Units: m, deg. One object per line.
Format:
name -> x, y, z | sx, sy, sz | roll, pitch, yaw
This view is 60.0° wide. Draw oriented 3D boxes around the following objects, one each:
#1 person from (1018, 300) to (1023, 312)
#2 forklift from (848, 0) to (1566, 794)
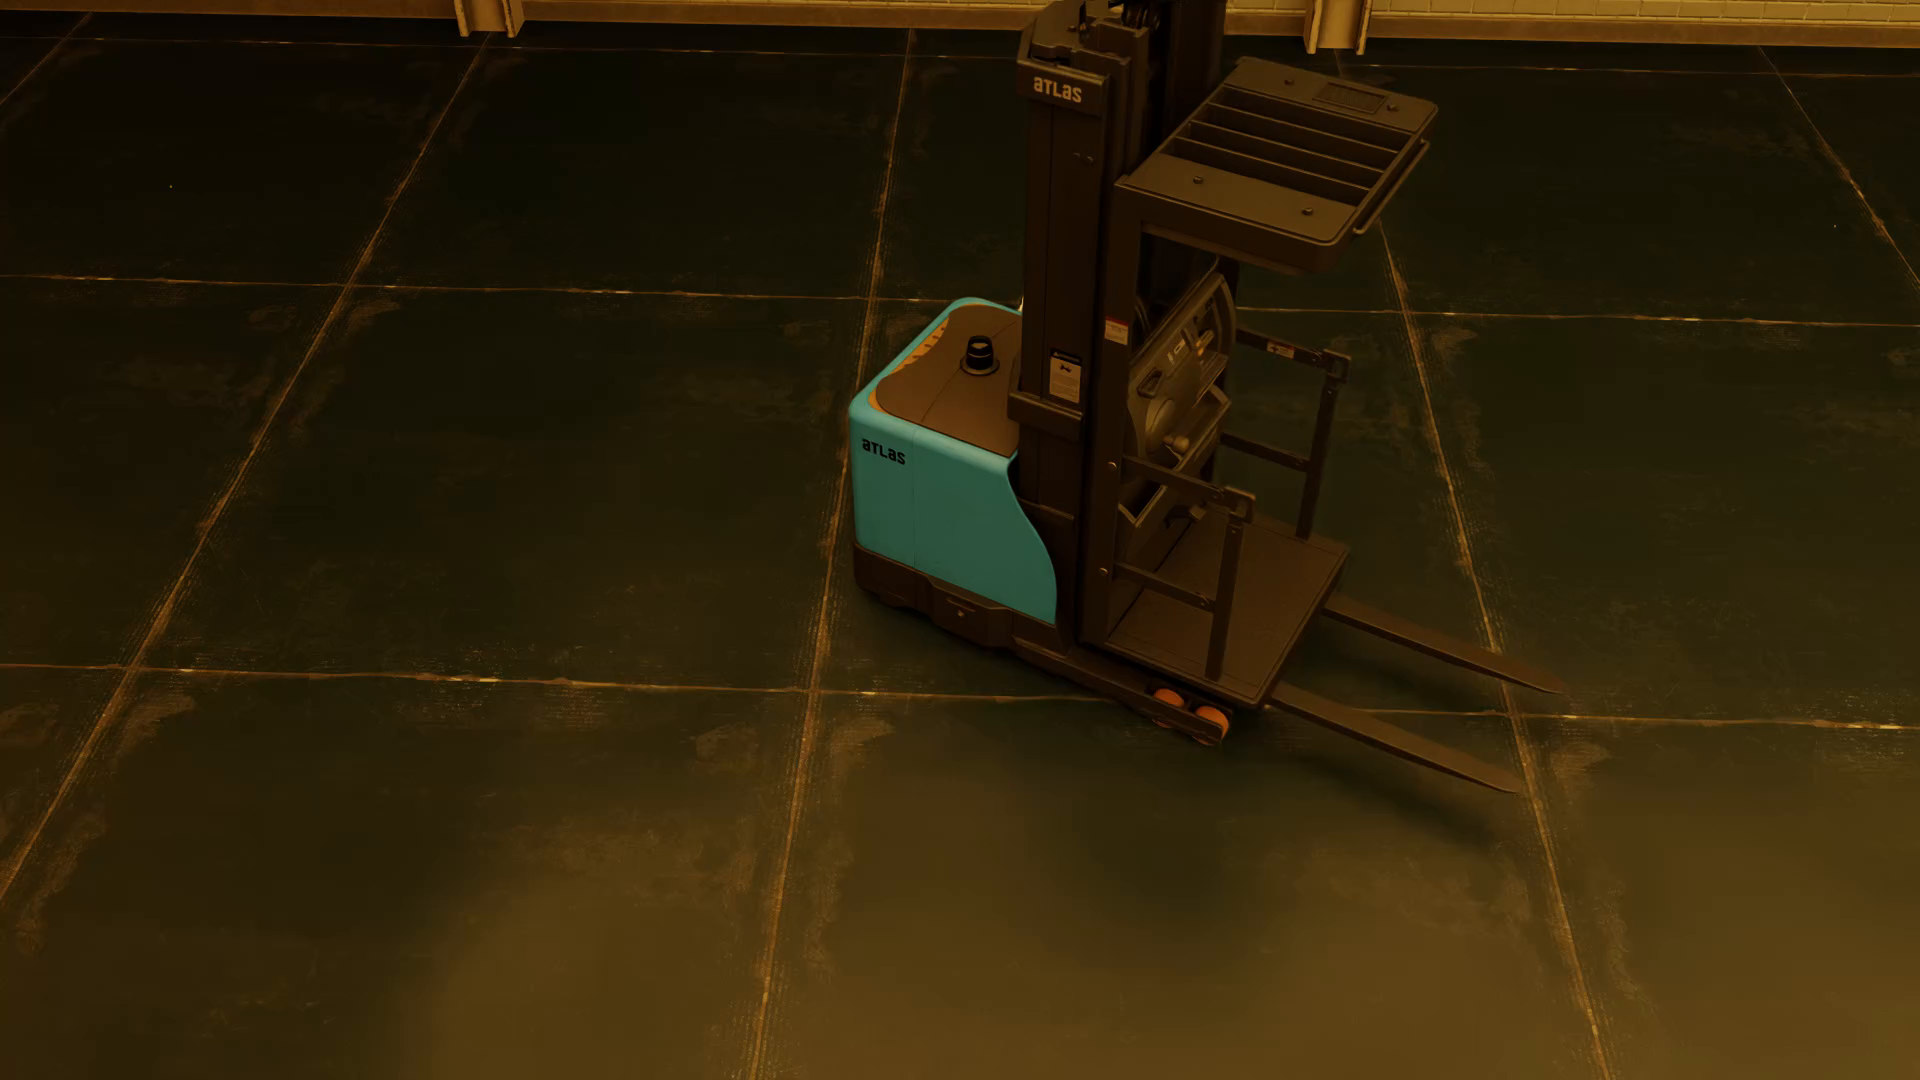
person -> 0.604, -0.730, 7.712 | 0.740, 1.470, 0.829 | -8, 43, -8
forklift -> 1.048, -0.635, 6.438 | 3.031, 2.935, 1.130 | 21, 47, 22
